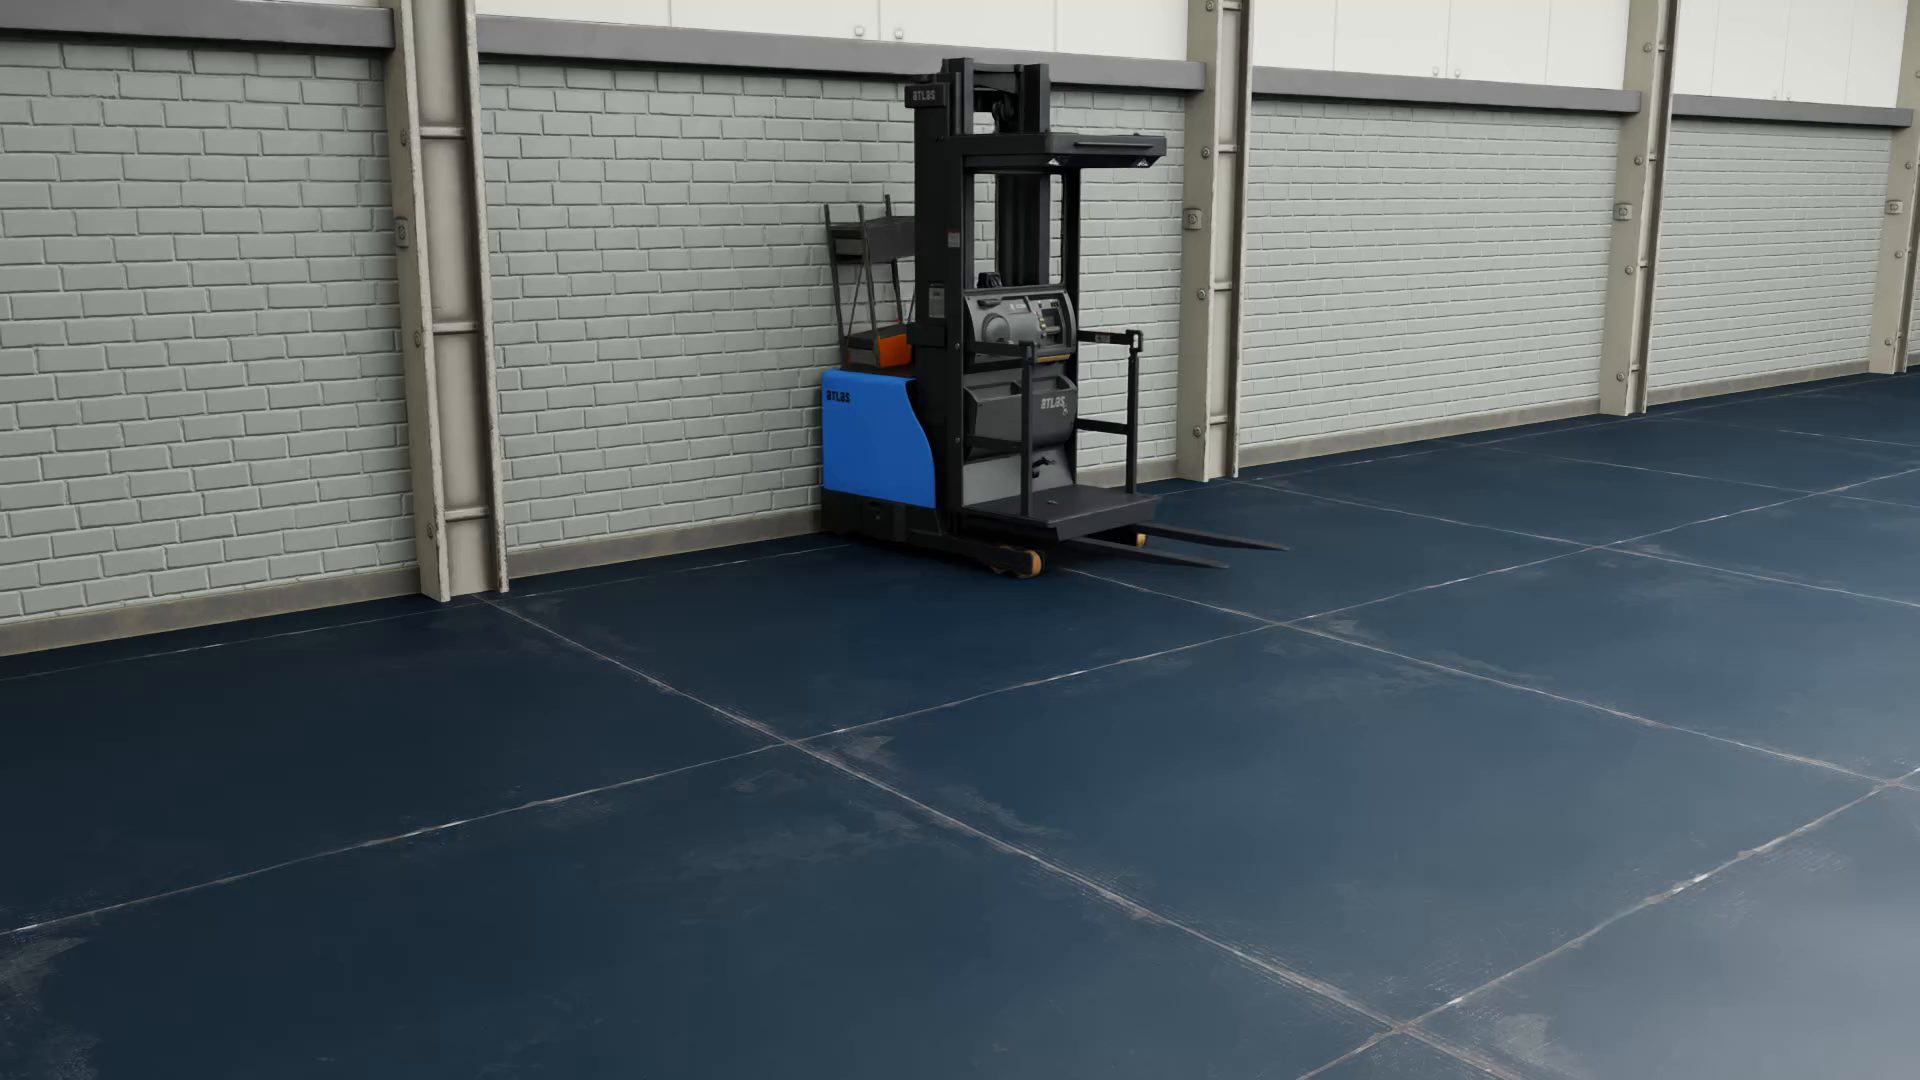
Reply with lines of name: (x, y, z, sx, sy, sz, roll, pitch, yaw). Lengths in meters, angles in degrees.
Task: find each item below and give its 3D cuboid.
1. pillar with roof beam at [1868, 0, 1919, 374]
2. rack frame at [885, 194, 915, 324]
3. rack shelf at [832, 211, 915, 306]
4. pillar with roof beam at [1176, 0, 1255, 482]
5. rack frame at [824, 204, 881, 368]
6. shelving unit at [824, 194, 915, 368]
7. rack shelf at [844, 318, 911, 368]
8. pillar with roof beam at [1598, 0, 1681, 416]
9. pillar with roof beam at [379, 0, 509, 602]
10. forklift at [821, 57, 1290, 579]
pillar with roof beam: (13.979, -5.753, 16.057, 0.400, 9.000, 9.100, -9, 15, -38)
rack frame: (-0.252, -1.204, 10.919, 0.015, 2.100, 0.400, -18, 20, -36)
rack shelf: (-0.505, -1.798, 10.581, 0.480, 0.518, 0.431, -18, 20, -36)
pillar with roof beam: (4.609, -4.196, 8.724, 0.400, 9.000, 9.100, -9, 15, -38)
rack frame: (-0.625, -1.081, 10.629, 0.015, 2.100, 0.400, -18, 20, -36)
shelving unit: (-0.439, -1.143, 10.774, 0.503, 2.100, 0.431, -18, 20, -36)
rack shelf: (-0.437, -1.130, 10.778, 0.480, 0.518, 0.431, -18, 20, -36)
pillar with roof beam: (9.294, -4.974, 12.390, 0.400, 9.000, 9.100, -9, 15, -38)
pillar with roof beam: (-0.076, -3.417, 5.057, 0.400, 9.000, 9.100, -9, 15, -38)
forklift: (0.523, -1.333, 9.848, 3.031, 2.935, 1.130, 11, 16, 42)
